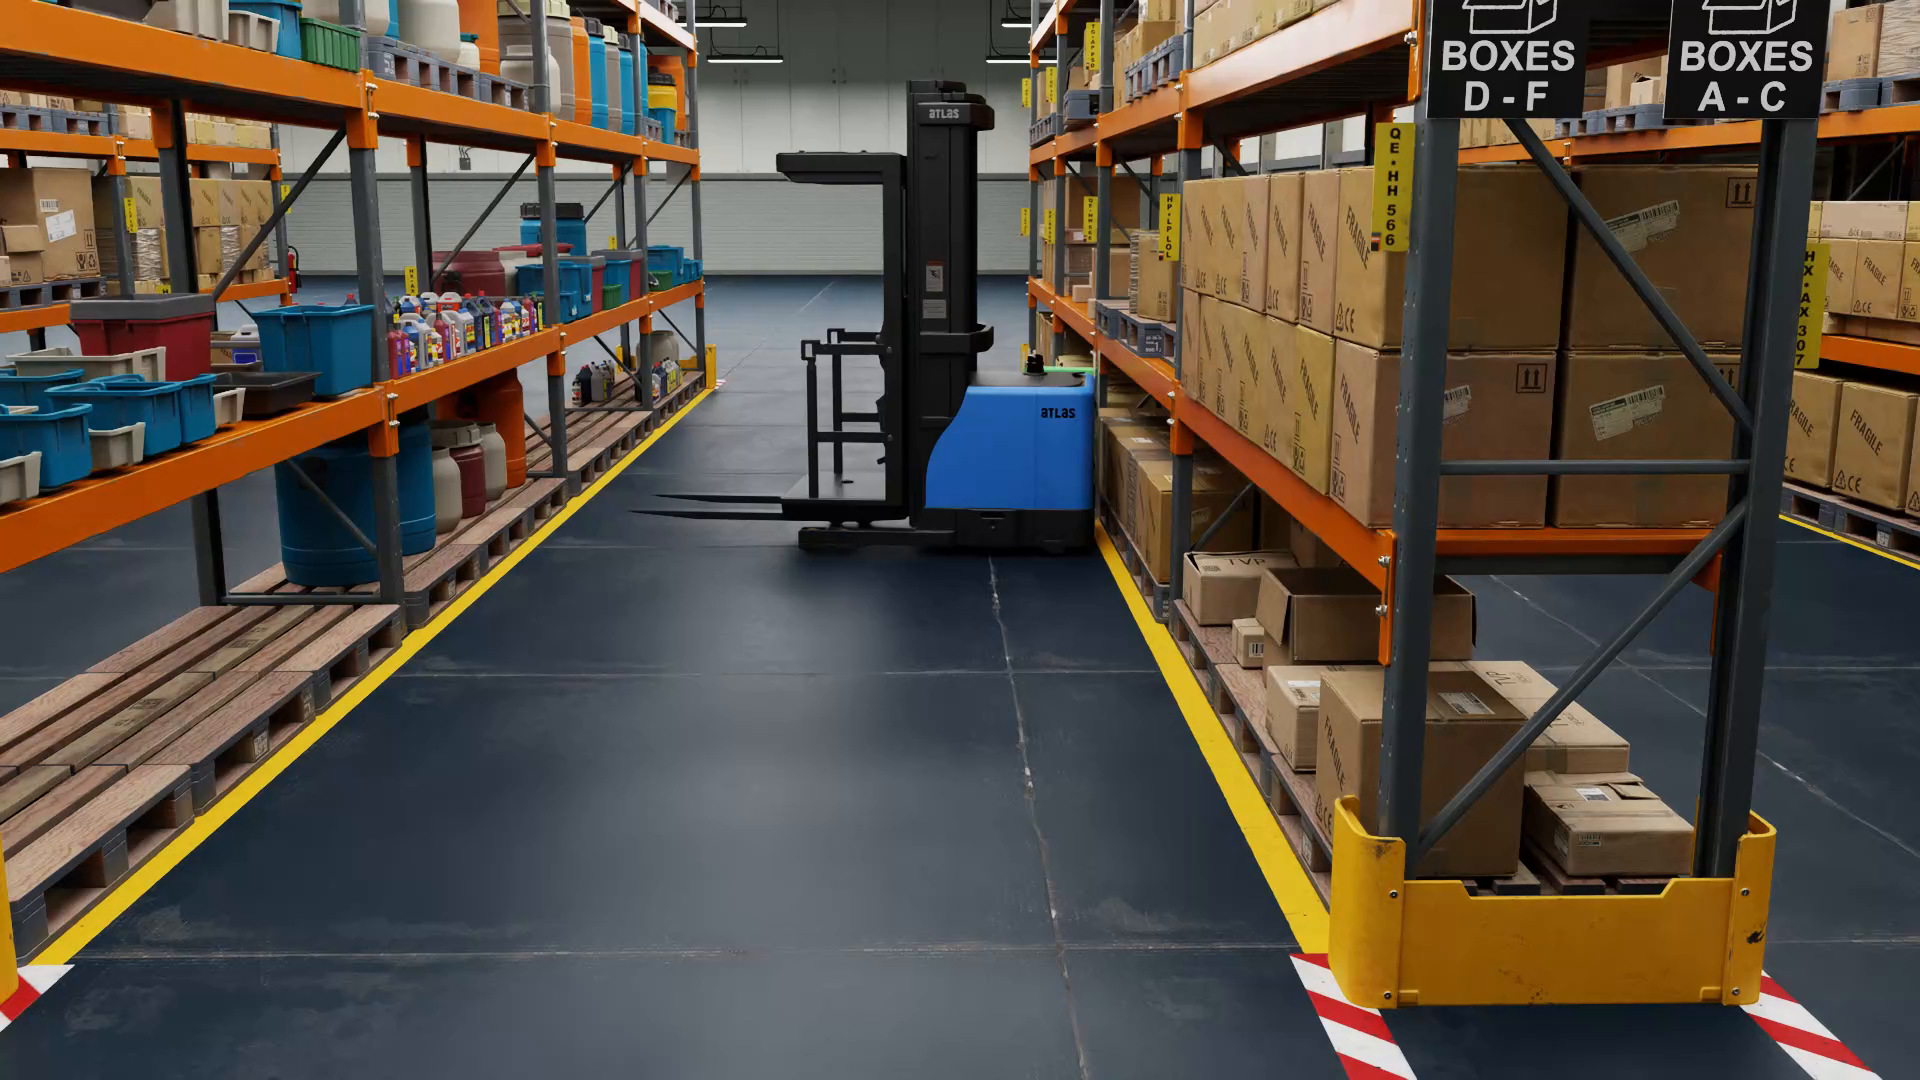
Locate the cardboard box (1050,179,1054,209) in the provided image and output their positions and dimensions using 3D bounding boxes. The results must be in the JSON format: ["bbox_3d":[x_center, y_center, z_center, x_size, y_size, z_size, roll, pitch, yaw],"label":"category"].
[{"bbox_3d":[1.368,-3.744,18.454,0.700,0.500,0.500,0,11,-1],"label":"cardboard box"}]

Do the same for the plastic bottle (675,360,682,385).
[{"bbox_3d":[-3.113,-1.845,18.336,0.061,0.283,0.133,0,11,0],"label":"plastic bottle"}]

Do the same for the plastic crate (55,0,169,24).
[{"bbox_3d":[-3.036,-1.911,5.548,0.504,0.338,0.767,0,11,-1],"label":"plastic crate"}]

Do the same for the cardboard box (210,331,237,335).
[{"bbox_3d":[-8.566,-2.184,19.509,0.500,0.500,0.500,2,12,9],"label":"cardboard box"}]

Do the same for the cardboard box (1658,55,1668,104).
[{"bbox_3d":[6.334,-3.964,14.200,0.500,0.500,0.500,-1,11,-3],"label":"cardboard box"}]

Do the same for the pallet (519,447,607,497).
[{"bbox_3d":[-3.422,-0.545,13.213,1.003,0.211,1.213,0,11,-1],"label":"pallet"}]

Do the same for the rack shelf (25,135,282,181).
[{"bbox_3d":[-8.521,-4.047,17.728,1.077,0.370,4.000,0,11,-1],"label":"rack shelf"}]

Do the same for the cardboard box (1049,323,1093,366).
[{"bbox_3d":[1.198,-1.988,17.289,0.500,0.500,0.500,0,11,-1],"label":"cardboard box"}]

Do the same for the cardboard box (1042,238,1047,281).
[{"bbox_3d":[1.339,-3.323,19.644,0.700,0.500,0.500,0,11,-1],"label":"cardboard box"}]

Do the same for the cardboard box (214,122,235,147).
[{"bbox_3d":[-8.283,-4.428,18.172,0.500,0.250,0.500,0,11,0],"label":"cardboard box"}]

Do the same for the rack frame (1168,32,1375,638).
[{"bbox_3d":[1.590,-0.982,8.353,1.000,3.000,0.127,0,11,-1],"label":"rack frame"}]

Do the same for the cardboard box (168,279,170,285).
[{"bbox_3d":[-8.223,-2.602,16.971,0.380,0.149,0.250,0,11,-1],"label":"cardboard box"}]

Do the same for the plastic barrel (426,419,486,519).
[{"bbox_3d":[-3.394,-0.459,10.788,0.600,0.588,0.708,0,11,-1],"label":"plastic barrel"}]

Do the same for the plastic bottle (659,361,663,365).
[{"bbox_3d":[-3.262,-1.818,18.200,0.061,0.283,0.133,0,11,-1],"label":"plastic bottle"}]

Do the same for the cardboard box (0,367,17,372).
[{"bbox_3d":[-8.497,-1.305,15.130,0.700,0.500,0.500,0,11,-2],"label":"cardboard box"}]

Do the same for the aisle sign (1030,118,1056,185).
[{"bbox_3d":[1.035,-4.653,19.911,0.394,0.787,0.004,0,11,-1],"label":"aisle sign"}]

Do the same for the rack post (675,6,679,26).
[{"bbox_3d":[-3.722,-5.892,18.725,0.937,0.300,0.954,1,12,5],"label":"rack post"}]

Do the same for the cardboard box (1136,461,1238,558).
[{"bbox_3d":[1.292,-0.167,9.520,0.500,0.500,0.500,0,11,-1],"label":"cardboard box"}]

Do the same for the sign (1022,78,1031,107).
[{"bbox_3d":[0.787,-5.303,19.713,0.100,0.325,0.005,0,11,-1],"label":"sign"}]

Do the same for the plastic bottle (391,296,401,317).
[{"bbox_3d":[-3.792,-1.494,11.171,0.061,0.283,0.133,0,11,-1],"label":"plastic bottle"}]

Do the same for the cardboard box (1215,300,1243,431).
[{"bbox_3d":[1.350,-0.727,6.847,0.500,0.500,0.500,0,11,-1],"label":"cardboard box"}]

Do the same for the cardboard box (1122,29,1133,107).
[{"bbox_3d":[1.561,-3.108,11.038,0.910,0.500,0.500,0,11,-1],"label":"cardboard box"}]

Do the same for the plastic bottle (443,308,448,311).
[{"bbox_3d":[-3.138,-1.284,10.167,0.097,0.271,0.097,0,11,0],"label":"plastic bottle"}]

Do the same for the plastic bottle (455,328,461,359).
[{"bbox_3d":[-2.985,-1.165,9.759,0.097,0.201,0.097,0,11,0],"label":"plastic bottle"}]

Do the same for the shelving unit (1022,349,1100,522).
[{"bbox_3d":[0.699,-0.712,11.551,0.503,1.200,0.258,2,12,12],"label":"shelving unit"}]

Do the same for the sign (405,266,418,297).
[{"bbox_3d":[-3.995,-1.833,12.142,0.100,0.325,0.005,0,11,-1],"label":"sign"}]

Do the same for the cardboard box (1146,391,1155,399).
[{"bbox_3d":[1.771,-1.120,13.482,0.500,0.311,0.500,-1,11,-3],"label":"cardboard box"}]

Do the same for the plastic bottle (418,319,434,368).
[{"bbox_3d":[-2.973,-1.088,9.203,0.097,0.271,0.097,0,11,0],"label":"plastic bottle"}]

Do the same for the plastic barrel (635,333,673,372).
[{"bbox_3d":[-3.510,-2.104,19.086,0.421,0.512,0.421,0,11,0],"label":"plastic barrel"}]

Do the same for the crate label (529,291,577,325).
[{"bbox_3d":[-3.079,-1.760,12.613,0.303,0.233,0.416,0,11,-1],"label":"crate label"}]

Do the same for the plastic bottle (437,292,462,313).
[{"bbox_3d":[-3.607,-1.610,11.761,0.152,0.276,0.135,0,11,-1],"label":"plastic bottle"}]

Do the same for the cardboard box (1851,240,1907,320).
[{"bbox_3d":[6.225,-1.702,10.854,0.500,0.500,0.500,0,11,-1],"label":"cardboard box"}]

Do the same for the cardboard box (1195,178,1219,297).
[{"bbox_3d":[1.330,-1.323,7.271,0.500,0.500,0.500,-1,11,-3],"label":"cardboard box"}]

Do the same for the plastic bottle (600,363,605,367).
[{"bbox_3d":[-3.875,-1.776,18.025,0.097,0.271,0.097,0,11,0],"label":"plastic bottle"}]

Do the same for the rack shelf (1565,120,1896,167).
[{"bbox_3d":[6.419,-3.313,14.110,1.077,0.370,4.000,0,11,-1],"label":"rack shelf"}]

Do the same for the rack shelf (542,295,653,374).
[{"bbox_3d":[-3.486,-1.802,14.207,1.077,0.370,4.000,0,11,-1],"label":"rack shelf"}]

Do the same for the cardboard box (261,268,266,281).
[{"bbox_3d":[-8.345,-3.098,19.419,0.380,0.149,0.250,0,11,-1],"label":"cardboard box"}]

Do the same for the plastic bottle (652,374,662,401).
[{"bbox_3d":[-3.130,-1.562,16.960,0.152,0.276,0.135,0,11,1],"label":"plastic bottle"}]

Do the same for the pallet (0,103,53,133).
[{"bbox_3d":[-8.548,-3.581,14.092,1.213,0.211,1.003,0,11,-1],"label":"pallet"}]

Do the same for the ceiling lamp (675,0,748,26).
[{"bbox_3d":[-5.475,-12.387,34.803,2.000,3.185,0.800,0,11,-1],"label":"ceiling lamp"}]

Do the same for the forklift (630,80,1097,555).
[{"bbox_3d":[-0.623,-1.447,10.821,3.031,2.935,1.130,1,12,5],"label":"forklift"}]

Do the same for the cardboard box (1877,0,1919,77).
[{"bbox_3d":[6.591,-3.331,11.033,0.700,0.500,0.500,-1,12,-4],"label":"cardboard box"}]

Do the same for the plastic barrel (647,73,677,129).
[{"bbox_3d":[-3.459,-4.889,18.541,0.600,0.588,0.600,0,11,0],"label":"plastic barrel"}]

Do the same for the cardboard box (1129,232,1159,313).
[{"bbox_3d":[1.461,-1.724,10.706,0.700,0.500,0.500,2,12,10],"label":"cardboard box"}]

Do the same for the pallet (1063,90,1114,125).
[{"bbox_3d":[1.404,-3.289,12.656,1.213,0.211,1.003,0,11,1],"label":"pallet"}]

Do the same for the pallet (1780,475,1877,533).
[{"bbox_3d":[6.401,-0.274,11.880,1.003,0.211,1.213,0,11,-1],"label":"pallet"}]

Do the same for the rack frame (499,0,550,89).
[{"bbox_3d":[-3.445,-4.697,11.579,1.000,3.000,0.127,0,11,-1],"label":"rack frame"}]

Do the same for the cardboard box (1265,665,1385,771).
[{"bbox_3d":[1.426,0.649,6.123,0.500,0.250,0.500,0,11,-1],"label":"cardboard box"}]

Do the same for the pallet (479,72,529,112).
[{"bbox_3d":[-3.527,-2.982,11.145,1.003,0.211,1.213,0,11,-1],"label":"pallet"}]

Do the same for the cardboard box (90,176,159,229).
[{"bbox_3d":[-8.234,-3.307,16.302,0.500,0.500,0.500,0,11,-1],"label":"cardboard box"}]

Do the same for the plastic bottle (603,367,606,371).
[{"bbox_3d":[-3.738,-1.671,17.479,0.061,0.283,0.133,0,11,-1],"label":"plastic bottle"}]

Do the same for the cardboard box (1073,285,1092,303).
[{"bbox_3d":[1.239,-2.272,15.345,0.380,0.149,0.250,0,11,-1],"label":"cardboard box"}]

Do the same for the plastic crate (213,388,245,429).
[{"bbox_3d":[-3.026,-0.517,6.577,0.293,0.136,0.466,0,11,-1],"label":"plastic crate"}]

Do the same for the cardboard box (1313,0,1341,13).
[{"bbox_3d":[1.399,-1.784,5.139,0.500,0.250,0.500,0,11,-1],"label":"cardboard box"}]

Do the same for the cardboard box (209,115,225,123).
[{"bbox_3d":[-8.225,-4.606,18.051,0.380,0.149,0.250,-1,11,-4],"label":"cardboard box"}]

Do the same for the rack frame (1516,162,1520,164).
[{"bbox_3d":[6.295,-3.388,20.215,1.000,3.000,0.127,0,11,-1],"label":"rack frame"}]
